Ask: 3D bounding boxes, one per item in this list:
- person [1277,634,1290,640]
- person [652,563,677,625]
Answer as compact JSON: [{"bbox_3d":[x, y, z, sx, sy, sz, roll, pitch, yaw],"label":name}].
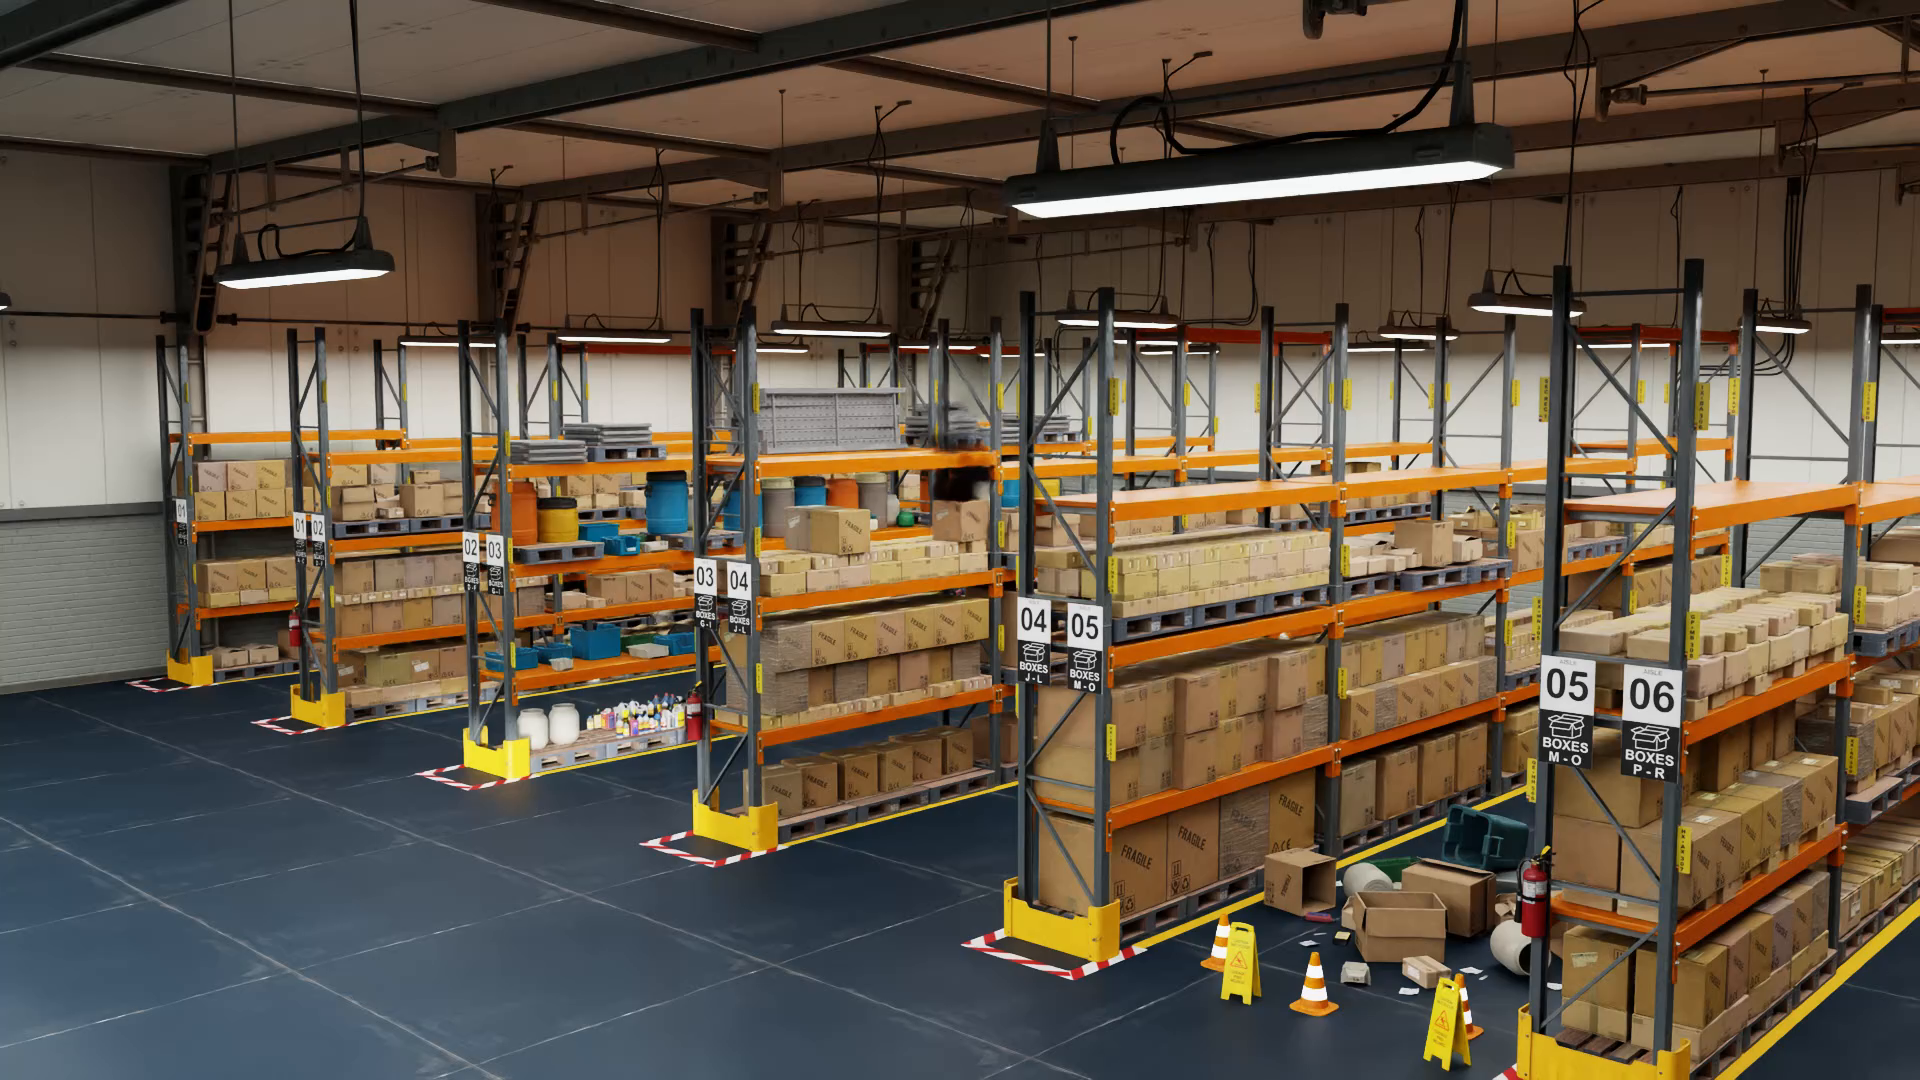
[{"bbox_3d":[4.613,2.141,23.699,0.609,1.636,0.663,4,6,34],"label":"person"},{"bbox_3d":[-5.784,1.256,32.389,0.716,1.743,0.630,5,7,41],"label":"person"}]
